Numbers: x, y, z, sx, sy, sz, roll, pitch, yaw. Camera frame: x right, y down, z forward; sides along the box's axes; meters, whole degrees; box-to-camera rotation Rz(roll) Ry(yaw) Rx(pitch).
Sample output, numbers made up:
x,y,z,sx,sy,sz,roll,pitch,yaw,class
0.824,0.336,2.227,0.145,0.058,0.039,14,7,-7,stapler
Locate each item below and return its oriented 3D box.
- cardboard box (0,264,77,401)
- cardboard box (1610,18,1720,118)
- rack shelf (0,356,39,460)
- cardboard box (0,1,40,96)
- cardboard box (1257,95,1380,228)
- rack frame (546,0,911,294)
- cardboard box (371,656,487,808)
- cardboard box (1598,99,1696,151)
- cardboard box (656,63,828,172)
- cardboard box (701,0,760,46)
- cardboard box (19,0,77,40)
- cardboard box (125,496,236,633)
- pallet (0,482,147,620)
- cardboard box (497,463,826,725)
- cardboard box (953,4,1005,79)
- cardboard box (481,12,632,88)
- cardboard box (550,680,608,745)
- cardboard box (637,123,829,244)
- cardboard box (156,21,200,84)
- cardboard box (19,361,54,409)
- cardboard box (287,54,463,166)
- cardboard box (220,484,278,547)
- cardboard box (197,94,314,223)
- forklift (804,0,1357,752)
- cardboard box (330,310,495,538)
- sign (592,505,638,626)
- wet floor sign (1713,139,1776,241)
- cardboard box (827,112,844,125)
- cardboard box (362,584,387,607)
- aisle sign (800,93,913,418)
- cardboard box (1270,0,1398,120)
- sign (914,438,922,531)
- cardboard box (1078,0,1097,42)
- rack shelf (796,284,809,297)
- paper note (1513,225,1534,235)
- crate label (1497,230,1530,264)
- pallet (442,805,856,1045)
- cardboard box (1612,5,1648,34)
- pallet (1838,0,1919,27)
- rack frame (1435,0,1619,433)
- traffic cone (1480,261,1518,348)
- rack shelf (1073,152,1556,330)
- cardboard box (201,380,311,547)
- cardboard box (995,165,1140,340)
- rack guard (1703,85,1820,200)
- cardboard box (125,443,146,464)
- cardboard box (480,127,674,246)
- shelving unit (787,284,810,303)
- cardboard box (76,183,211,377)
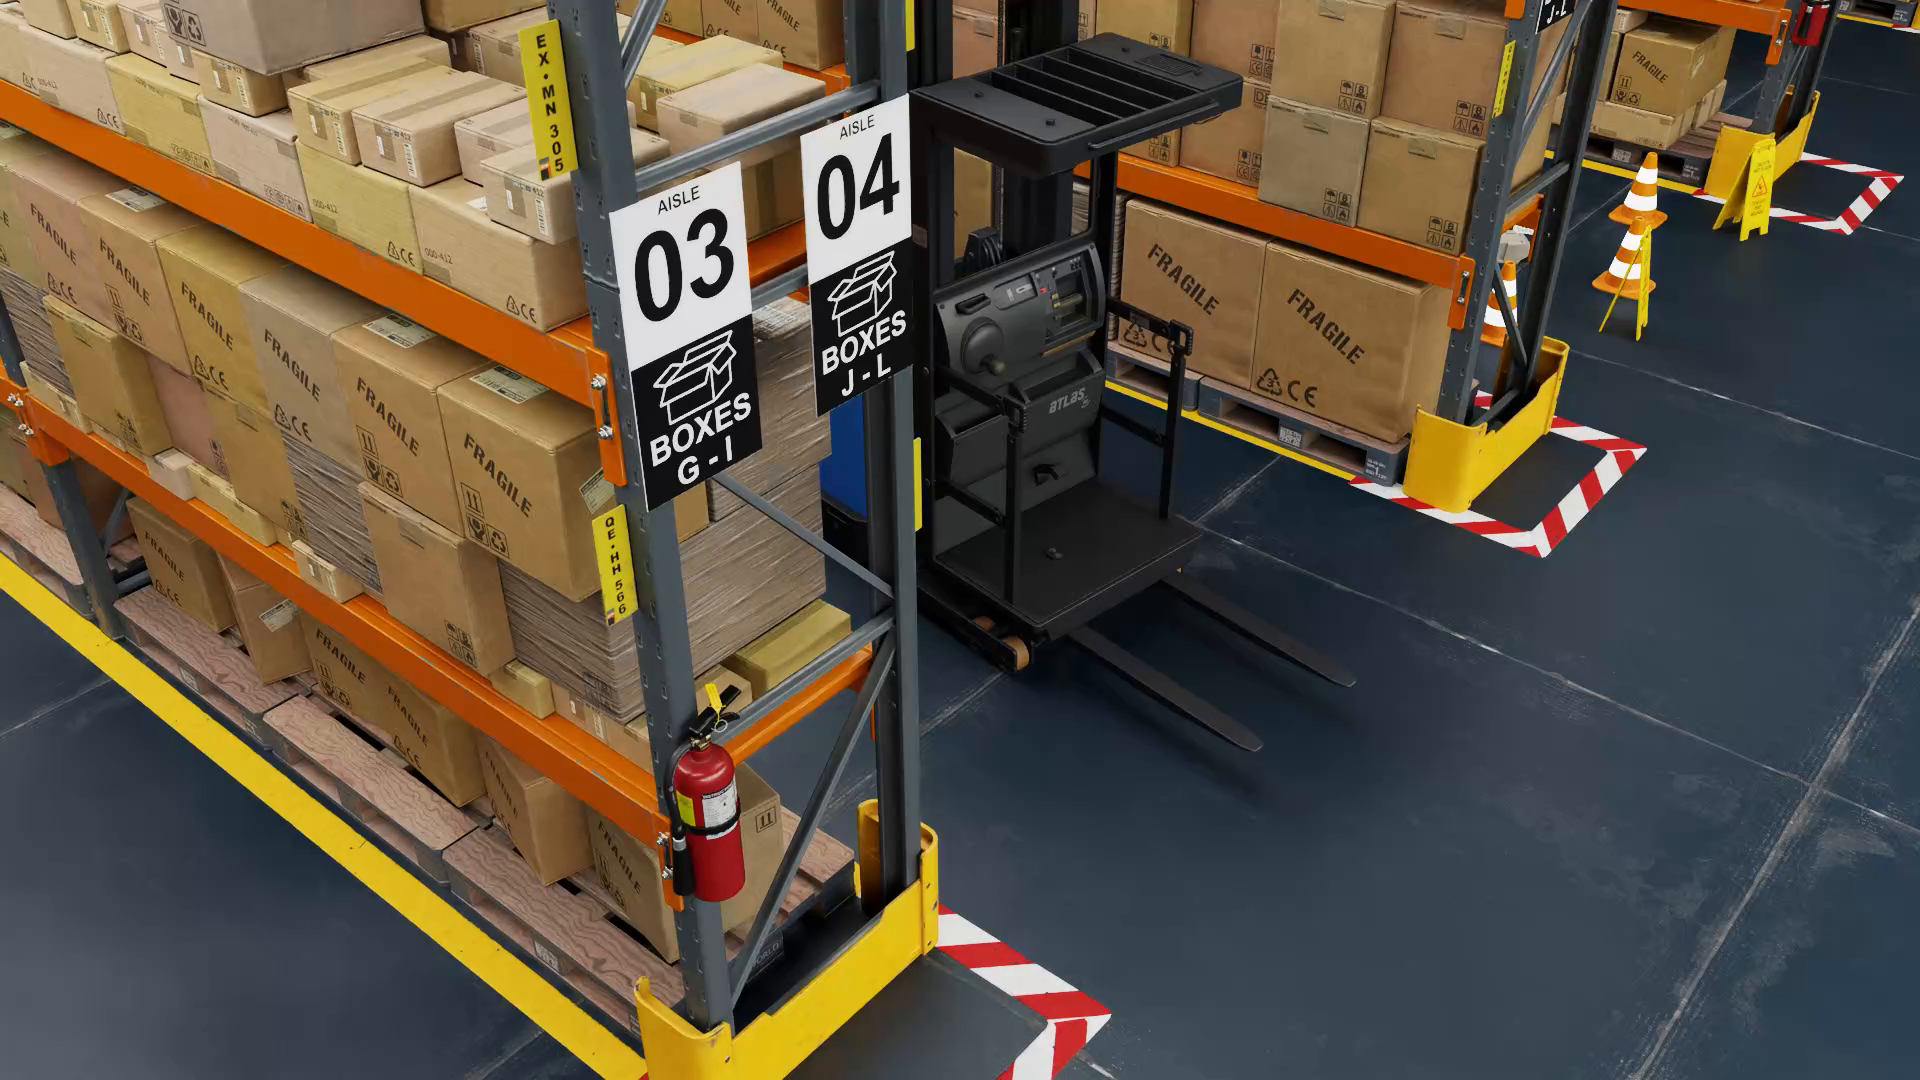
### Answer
x,y,z,sx,sy,sz,roll,pitch,yaw,class
-3.267,-0.983,6.680,0.500,0.500,0.875,25,42,32,cardboard box
5.059,-3.397,11.942,0.500,0.500,0.500,26,42,32,cardboard box
-5.111,-1.437,8.328,4.000,0.370,1.077,25,42,32,rack shelf
-2.982,-1.720,5.587,0.500,0.250,0.500,25,42,31,cardboard box
2.001,-2.048,8.449,0.550,0.550,0.875,25,42,32,cardboard box
-0.499,-2.033,3.261,0.127,3.000,1.000,25,42,32,rack frame
-1.919,0.627,6.524,0.500,0.500,0.500,-29,44,-36,cardboard box
5.029,-3.096,12.166,0.500,0.250,0.500,25,42,32,cardboard box
-0.563,-1.099,4.332,0.250,0.149,0.380,25,42,32,cardboard box
-1.283,-3.427,10.502,0.500,0.500,0.500,25,42,31,cardboard box
-2.713,-1.717,5.232,0.250,0.149,0.380,24,41,31,cardboard box
-3.292,0.011,7.422,0.500,0.500,0.500,24,41,31,cardboard box
-4.173,-0.141,8.268,1.213,0.211,1.003,25,42,32,pallet
-0.905,0.065,5.155,0.500,0.500,0.875,25,42,32,cardboard box
0.406,-2.874,9.653,0.550,0.550,0.875,25,42,32,cardboard box
-1.137,-1.403,4.774,0.250,0.149,0.380,27,43,34,cardboard box
-1.042,0.439,5.183,0.250,0.149,0.380,25,42,32,cardboard box
-0.704,-1.022,4.571,0.500,0.250,0.500,27,43,33,cardboard box
-2.089,-1.458,4.854,0.250,0.149,0.380,23,41,30,cardboard box
-3.601,-0.697,6.837,0.250,0.149,0.380,25,42,32,cardboard box
-1.526,-1.141,4.393,0.250,0.149,0.380,25,42,32,cardboard box
-2.439,-0.159,6.054,0.250,0.149,0.380,25,42,32,cardboard box
-1.806,-1.168,4.783,0.500,0.250,0.500,26,42,33,cardboard box
0.414,-0.945,7.037,1.130,2.935,3.031,-27,43,-33,forklift
-1.468,-0.406,4.958,0.500,0.500,0.500,25,42,32,cardboard box
-0.870,0.067,4.201,0.005,0.325,0.100,25,42,32,sign
5.303,-2.367,11.126,0.267,0.644,0.232,-18,38,-25,wet floor sign
-0.857,-2.562,10.947,0.750,0.750,1.050,25,42,32,cardboard box
-1.822,0.084,5.699,0.250,0.149,0.380,25,42,32,cardboard box
-0.260,-0.740,4.381,0.004,0.787,0.394,25,42,32,aisle sign
2.010,-2.499,8.152,0.550,0.550,0.875,25,42,32,cardboard box
-0.152,-0.153,5.058,0.005,0.325,0.100,25,42,32,sign
0.763,-3.085,9.005,0.550,0.550,0.875,25,42,32,cardboard box
-0.760,-1.313,8.407,0.258,0.148,0.480,-27,43,-33,rack shelf
3.841,-2.124,11.316,0.142,0.019,0.148,12,36,16,paper note
3.593,-1.938,10.951,0.298,0.136,0.250,6,35,8,crate label
-1.160,1.252,6.240,1.213,0.211,1.003,25,42,32,pallet
4.734,-3.768,11.910,0.250,0.149,0.380,27,43,33,cardboard box
8.400,-5.142,15.551,1.213,0.211,1.003,25,42,32,pallet
2.752,-1.681,8.049,0.127,3.000,1.000,25,42,32,rack frame
3.252,-1.446,9.946,0.334,0.463,0.336,25,42,32,traffic cone
1.215,-2.109,9.307,4.000,0.370,1.077,25,42,32,rack shelf
-2.099,-0.450,5.905,0.500,0.500,0.875,25,42,32,cardboard box
0.811,-1.844,9.792,0.875,0.875,0.875,26,42,32,cardboard box
5.783,-2.869,11.986,0.348,0.500,1.175,25,42,32,rack guard
-3.009,-0.435,6.456,0.250,0.149,0.380,25,42,32,cardboard box
-0.912,-0.864,3.989,0.250,0.149,0.380,25,42,32,cardboard box
-0.760,-0.989,8.630,0.258,1.200,0.503,-27,43,-33,shelving unit
-2.621,-0.949,5.749,0.500,0.500,0.500,25,42,32,cardboard box
